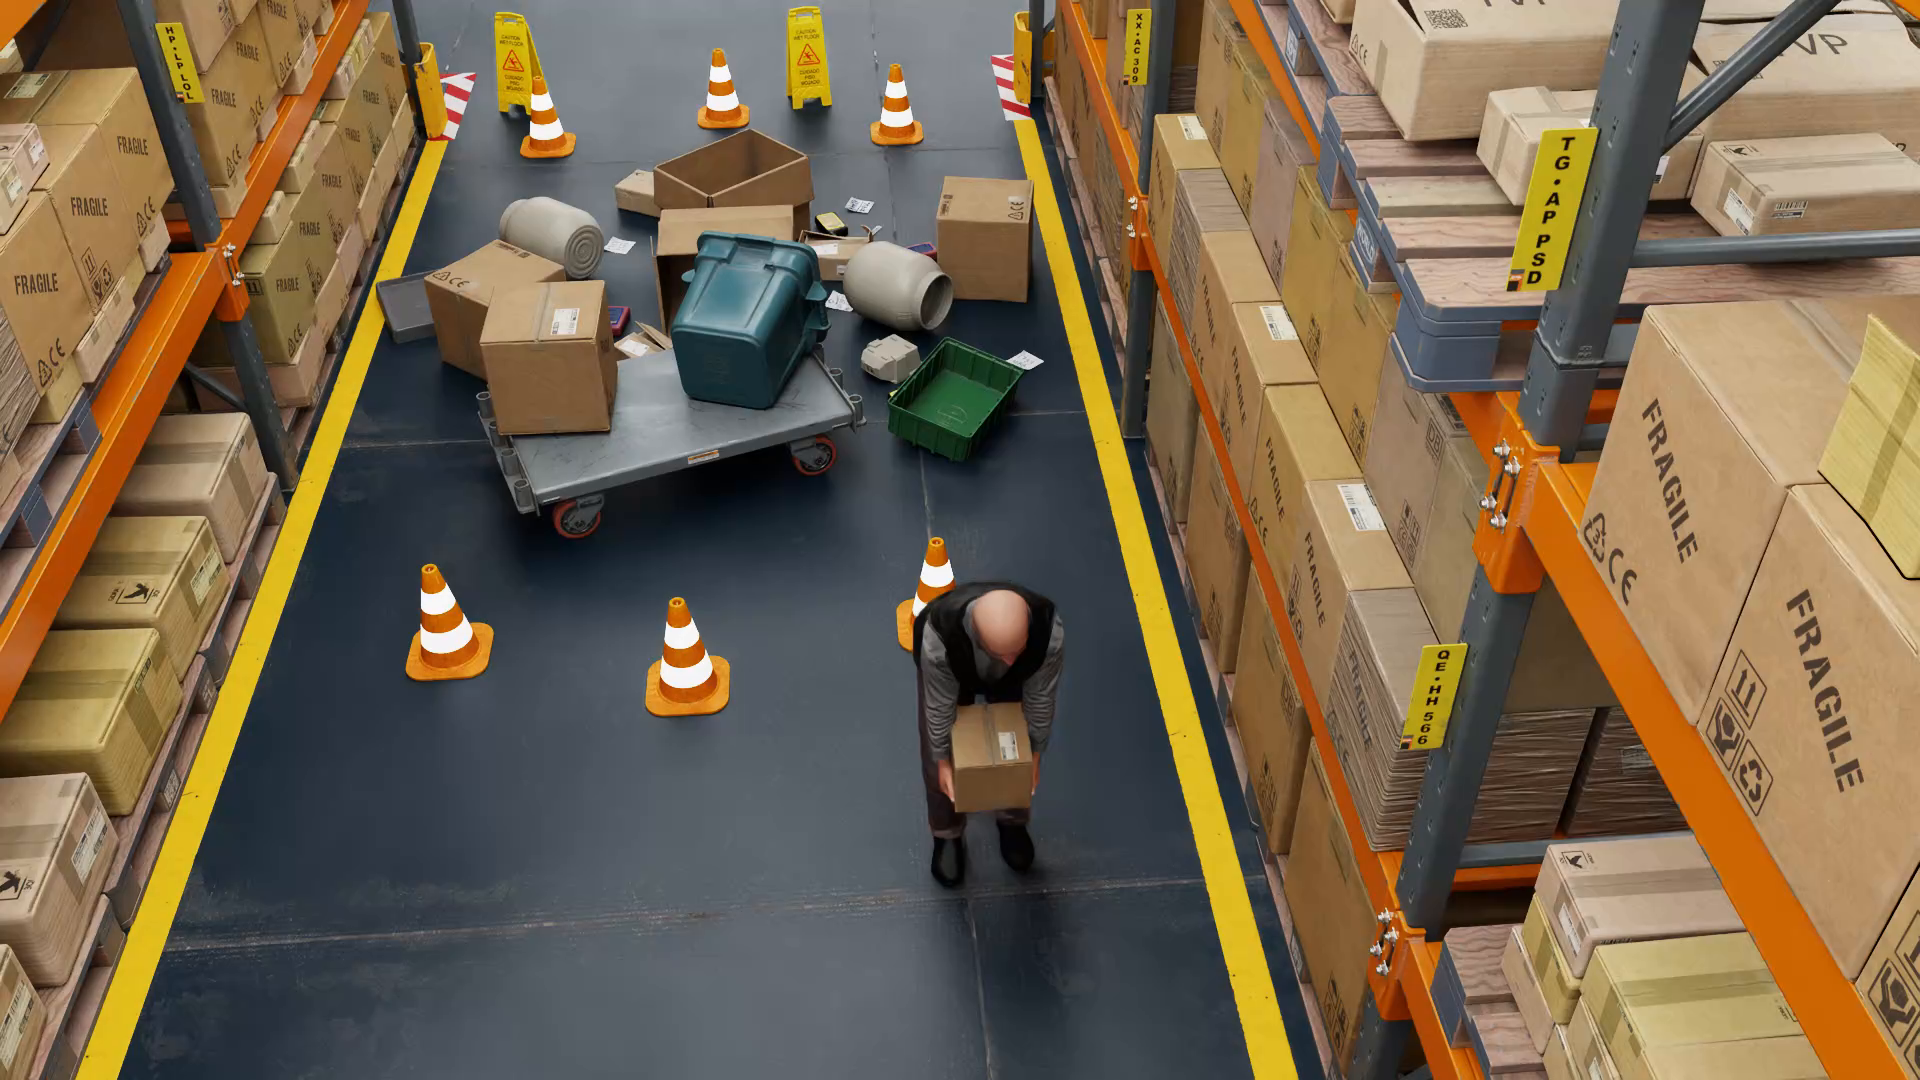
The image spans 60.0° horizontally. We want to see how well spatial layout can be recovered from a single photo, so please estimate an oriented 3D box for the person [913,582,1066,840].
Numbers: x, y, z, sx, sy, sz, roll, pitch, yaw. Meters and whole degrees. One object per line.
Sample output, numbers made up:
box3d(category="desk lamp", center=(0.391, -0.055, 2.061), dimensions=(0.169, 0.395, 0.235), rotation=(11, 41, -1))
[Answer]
box3d(category="person", center=(0.092, 0.578, 5.551), dimensions=(0.467, 1.485, 0.741), rotation=(-4, 39, -5))
